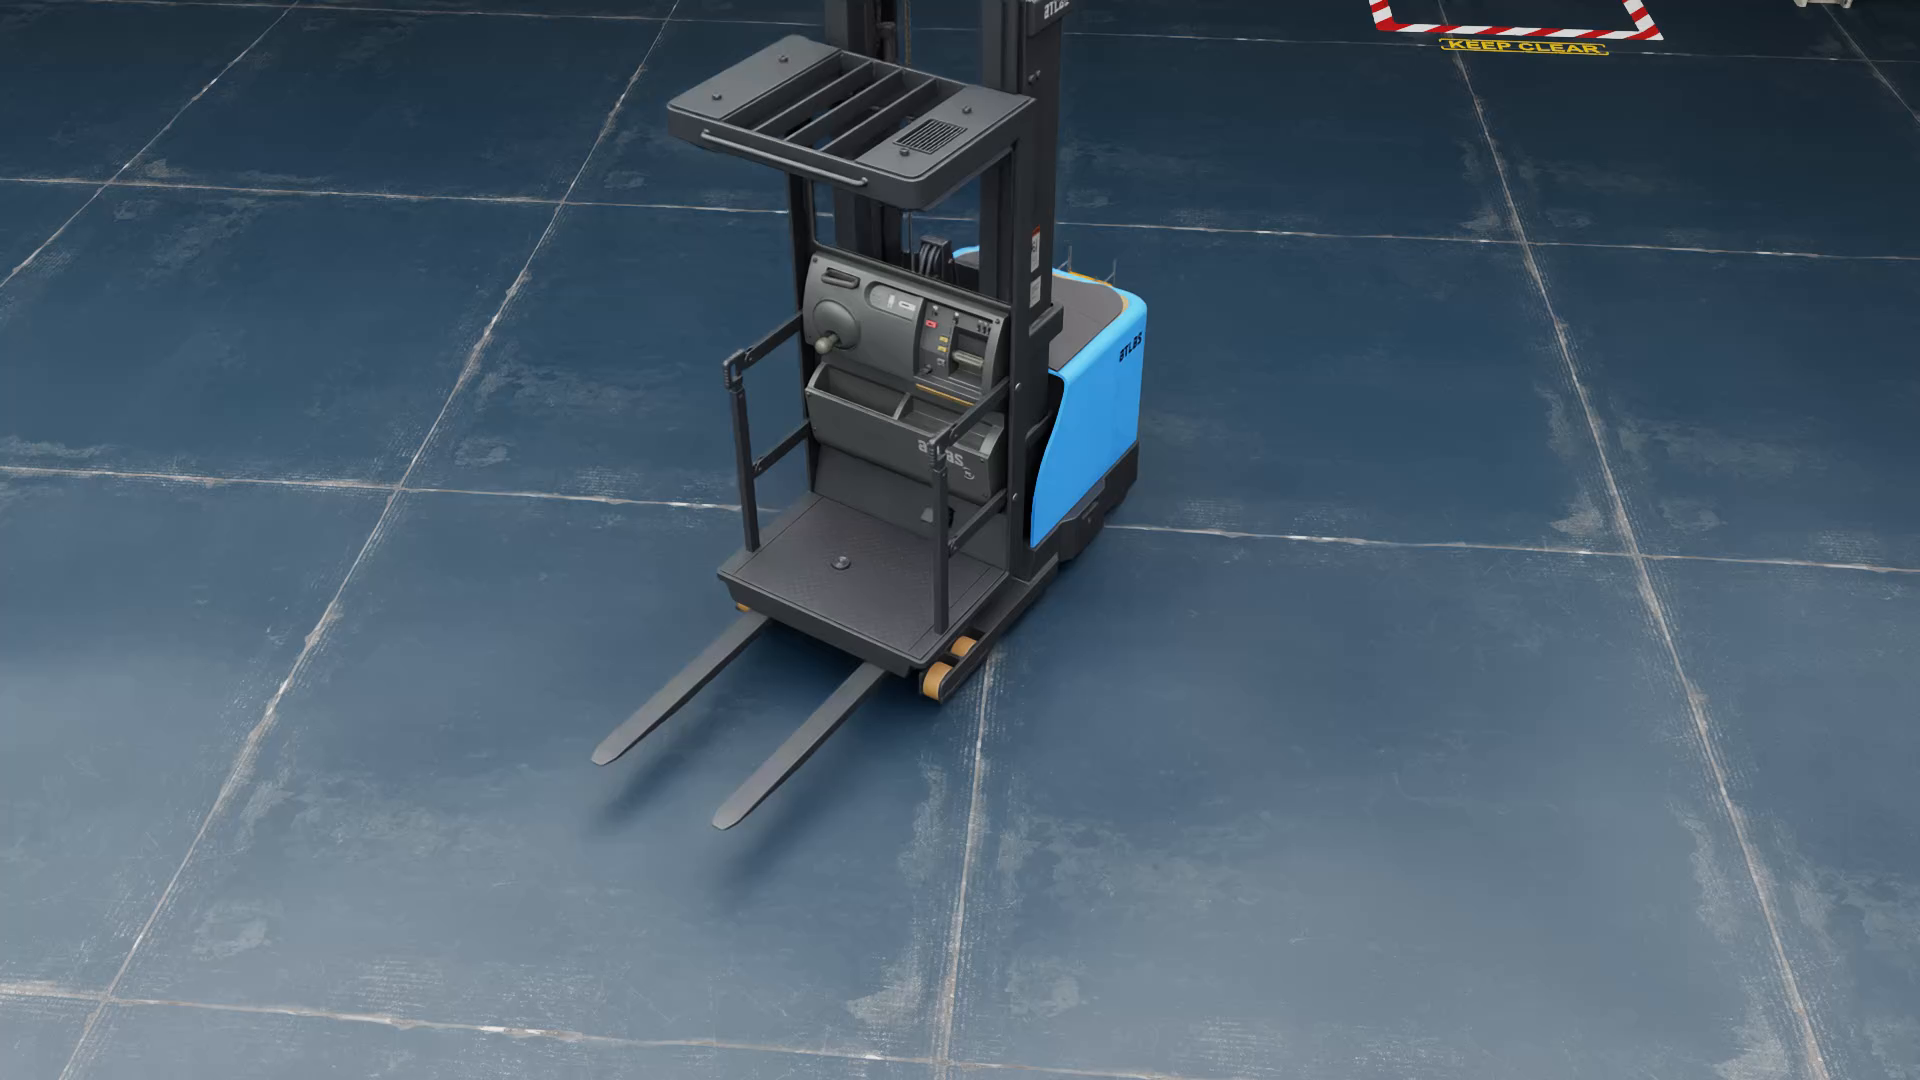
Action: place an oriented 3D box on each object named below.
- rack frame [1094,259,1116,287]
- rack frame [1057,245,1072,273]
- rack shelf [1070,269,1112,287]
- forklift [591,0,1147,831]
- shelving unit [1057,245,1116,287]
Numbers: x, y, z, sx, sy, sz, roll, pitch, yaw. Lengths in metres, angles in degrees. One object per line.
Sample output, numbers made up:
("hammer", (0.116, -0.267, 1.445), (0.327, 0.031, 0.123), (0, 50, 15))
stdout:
("rack frame", (0.685, -0.873, 8.161), (0.008, 1.050, 0.200), (22, 44, 25))
("rack frame", (0.480, -0.956, 8.264), (0.008, 1.050, 0.200), (22, 44, 25))
("rack shelf", (0.583, -1.127, 8.040), (0.240, 0.259, 0.215), (22, 44, 25))
("forklift", (-0.350, -0.793, 6.573), (1.130, 2.935, 3.031), (22, 44, 25))
("shelving unit", (0.583, -0.915, 8.212), (0.252, 1.050, 0.215), (22, 44, 25))
